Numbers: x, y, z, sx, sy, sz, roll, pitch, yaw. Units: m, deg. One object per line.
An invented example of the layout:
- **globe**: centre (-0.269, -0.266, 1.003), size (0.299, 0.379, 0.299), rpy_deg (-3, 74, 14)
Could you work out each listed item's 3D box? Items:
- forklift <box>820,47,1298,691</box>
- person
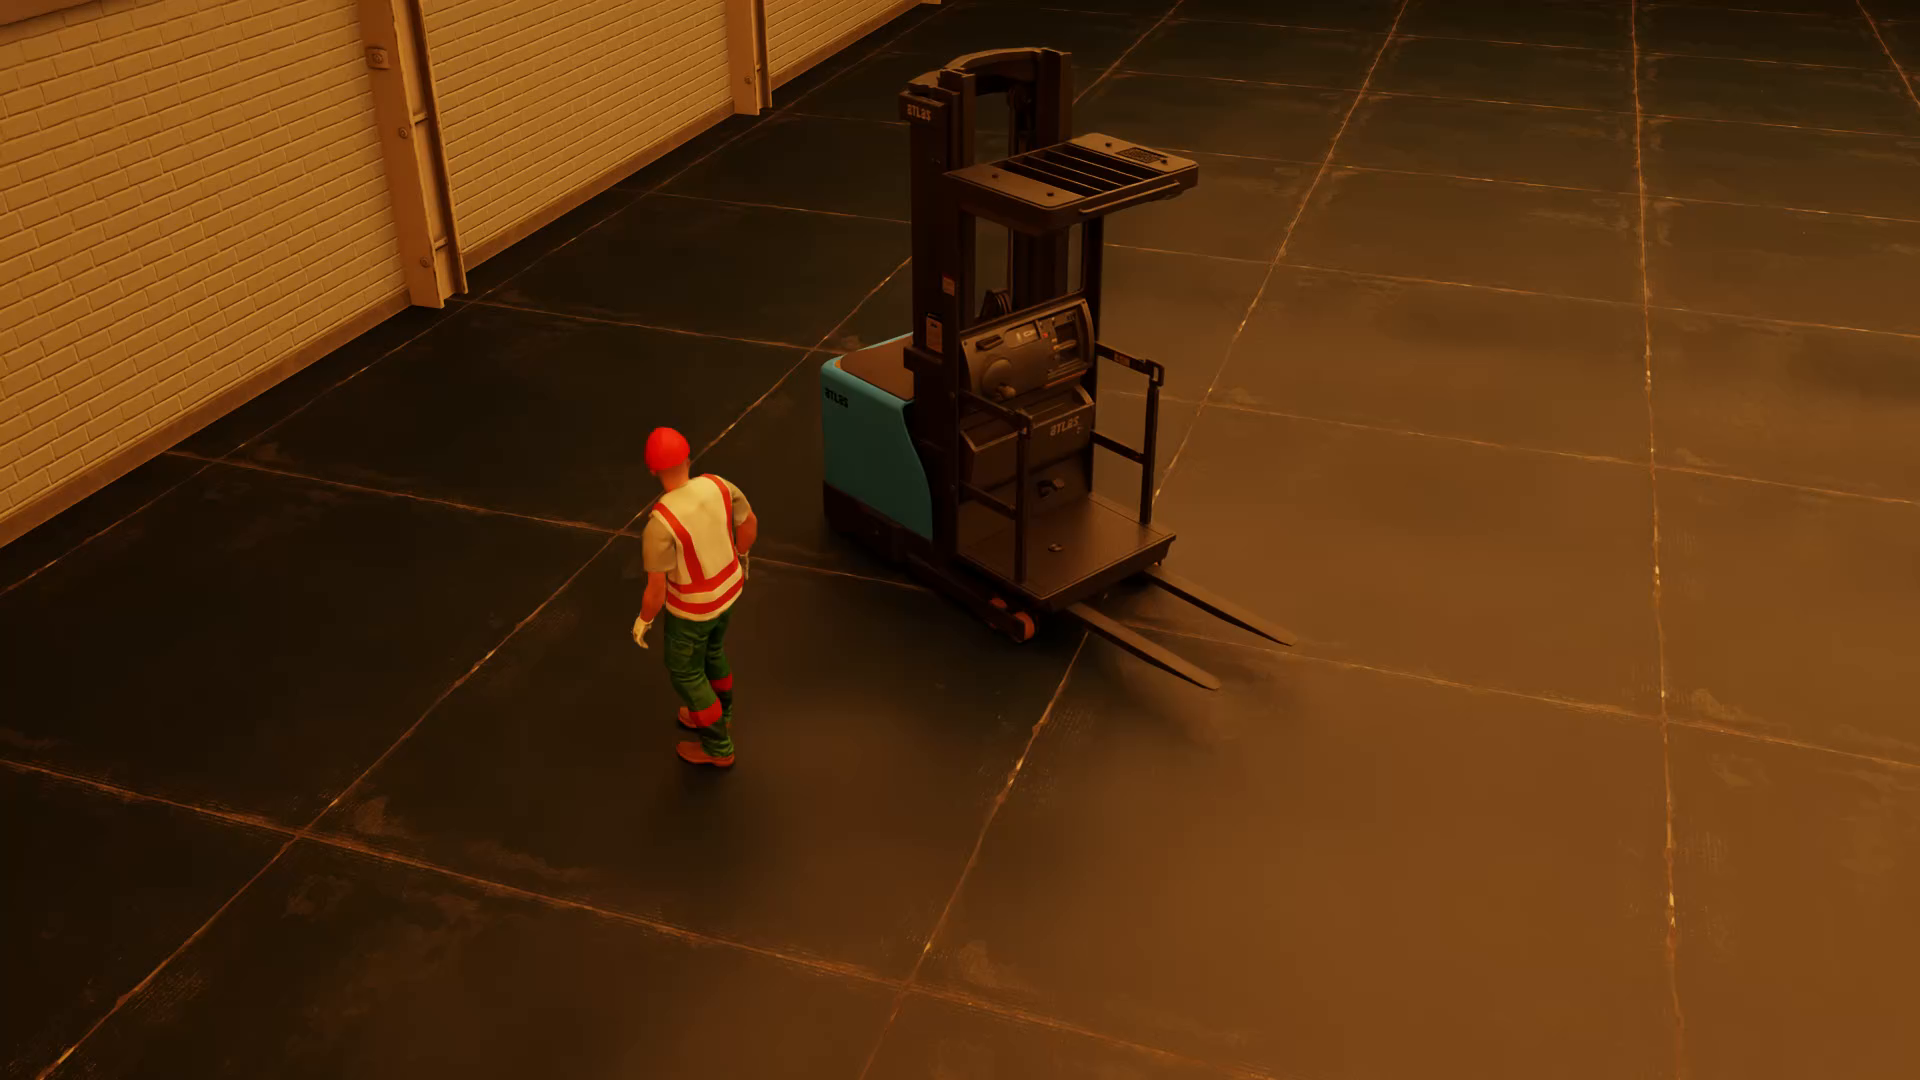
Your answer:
- **forklift**: centre (0.517, -0.998, 8.887), size (1.130, 2.935, 3.031), rpy_deg (-24, 37, -35)
- **person**: centre (-1.285, 0.257, 7.861), size (0.500, 1.770, 0.754), rpy_deg (16, 33, 26)
